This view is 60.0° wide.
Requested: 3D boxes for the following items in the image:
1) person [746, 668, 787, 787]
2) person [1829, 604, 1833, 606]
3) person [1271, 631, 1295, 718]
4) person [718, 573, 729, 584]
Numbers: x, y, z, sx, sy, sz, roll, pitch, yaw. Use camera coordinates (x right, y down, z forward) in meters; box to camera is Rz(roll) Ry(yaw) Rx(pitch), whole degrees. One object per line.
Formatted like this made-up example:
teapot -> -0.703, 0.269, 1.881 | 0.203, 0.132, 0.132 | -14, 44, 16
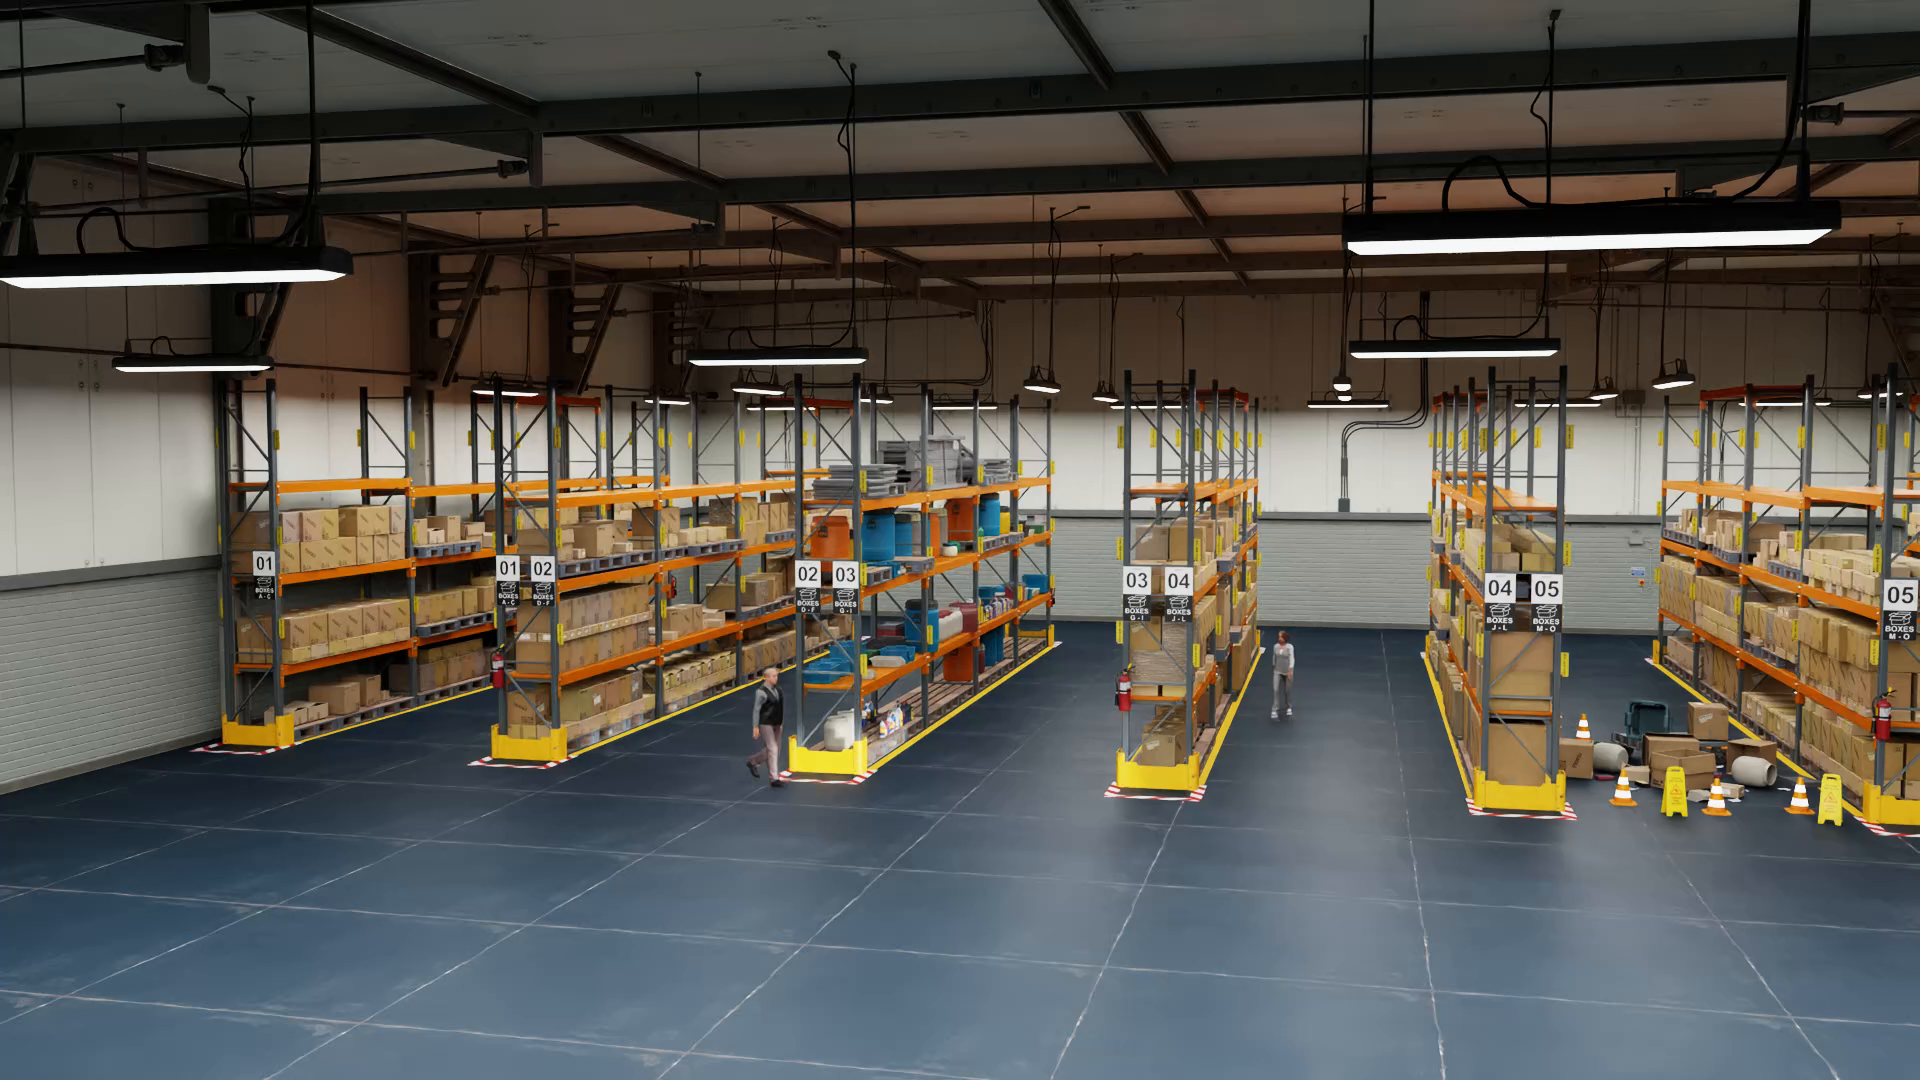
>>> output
person -> -2.794, 2.699, 24.179 | 0.891, 1.697, 0.562 | 2, 4, 31
person -> 18.860, 2.035, 36.110 | 1.026, 1.567, 0.468 | 3, 5, 44
person -> 5.796, 2.410, 29.894 | 0.432, 1.552, 0.903 | 2, 4, 24
person -> -5.871, 1.652, 41.893 | 0.635, 1.685, 0.737 | 1, 4, 23
